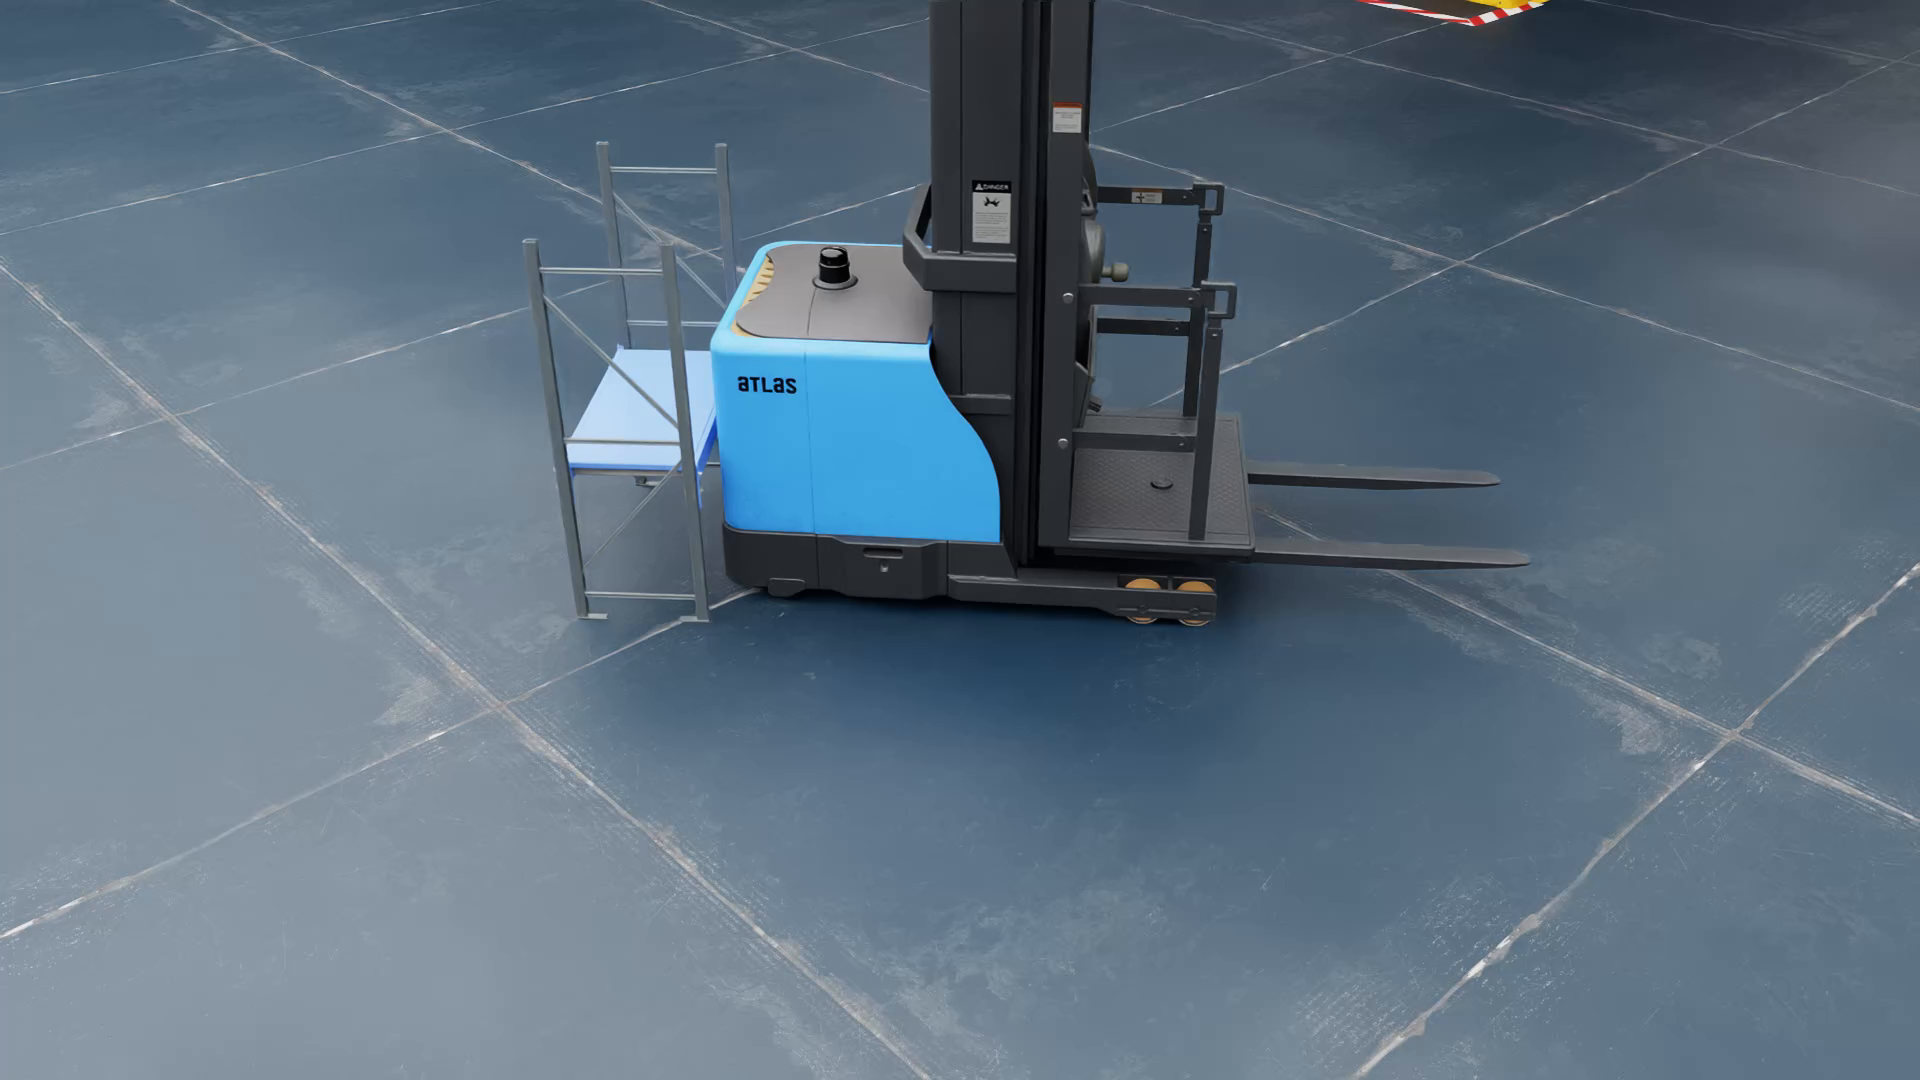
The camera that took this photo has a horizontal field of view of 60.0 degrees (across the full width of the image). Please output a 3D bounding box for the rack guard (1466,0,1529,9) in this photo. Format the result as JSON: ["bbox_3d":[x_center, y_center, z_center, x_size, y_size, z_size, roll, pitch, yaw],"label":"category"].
[{"bbox_3d":[4.388,-4.995,14.440,0.348,0.500,1.175,-26,40,-35],"label":"rack guard"}]

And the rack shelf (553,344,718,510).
[{"bbox_3d":[-1.166,-0.454,6.400,0.538,0.185,1.000,2,31,3],"label":"rack shelf"}]

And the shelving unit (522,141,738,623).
[{"bbox_3d":[-1.166,-0.608,6.306,0.538,1.500,1.048,2,31,3],"label":"shelving unit"}]

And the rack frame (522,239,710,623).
[{"bbox_3d":[-1.193,-0.343,5.873,0.500,1.500,0.032,2,31,3],"label":"rack frame"}]

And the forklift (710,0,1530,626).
[{"bbox_3d":[0.644,-1.219,5.934,3.031,2.935,1.130,3,32,5],"label":"forklift"}]

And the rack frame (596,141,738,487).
[{"bbox_3d":[-1.140,-0.873,6.739,0.500,1.500,0.032,2,31,3],"label":"rack frame"}]
